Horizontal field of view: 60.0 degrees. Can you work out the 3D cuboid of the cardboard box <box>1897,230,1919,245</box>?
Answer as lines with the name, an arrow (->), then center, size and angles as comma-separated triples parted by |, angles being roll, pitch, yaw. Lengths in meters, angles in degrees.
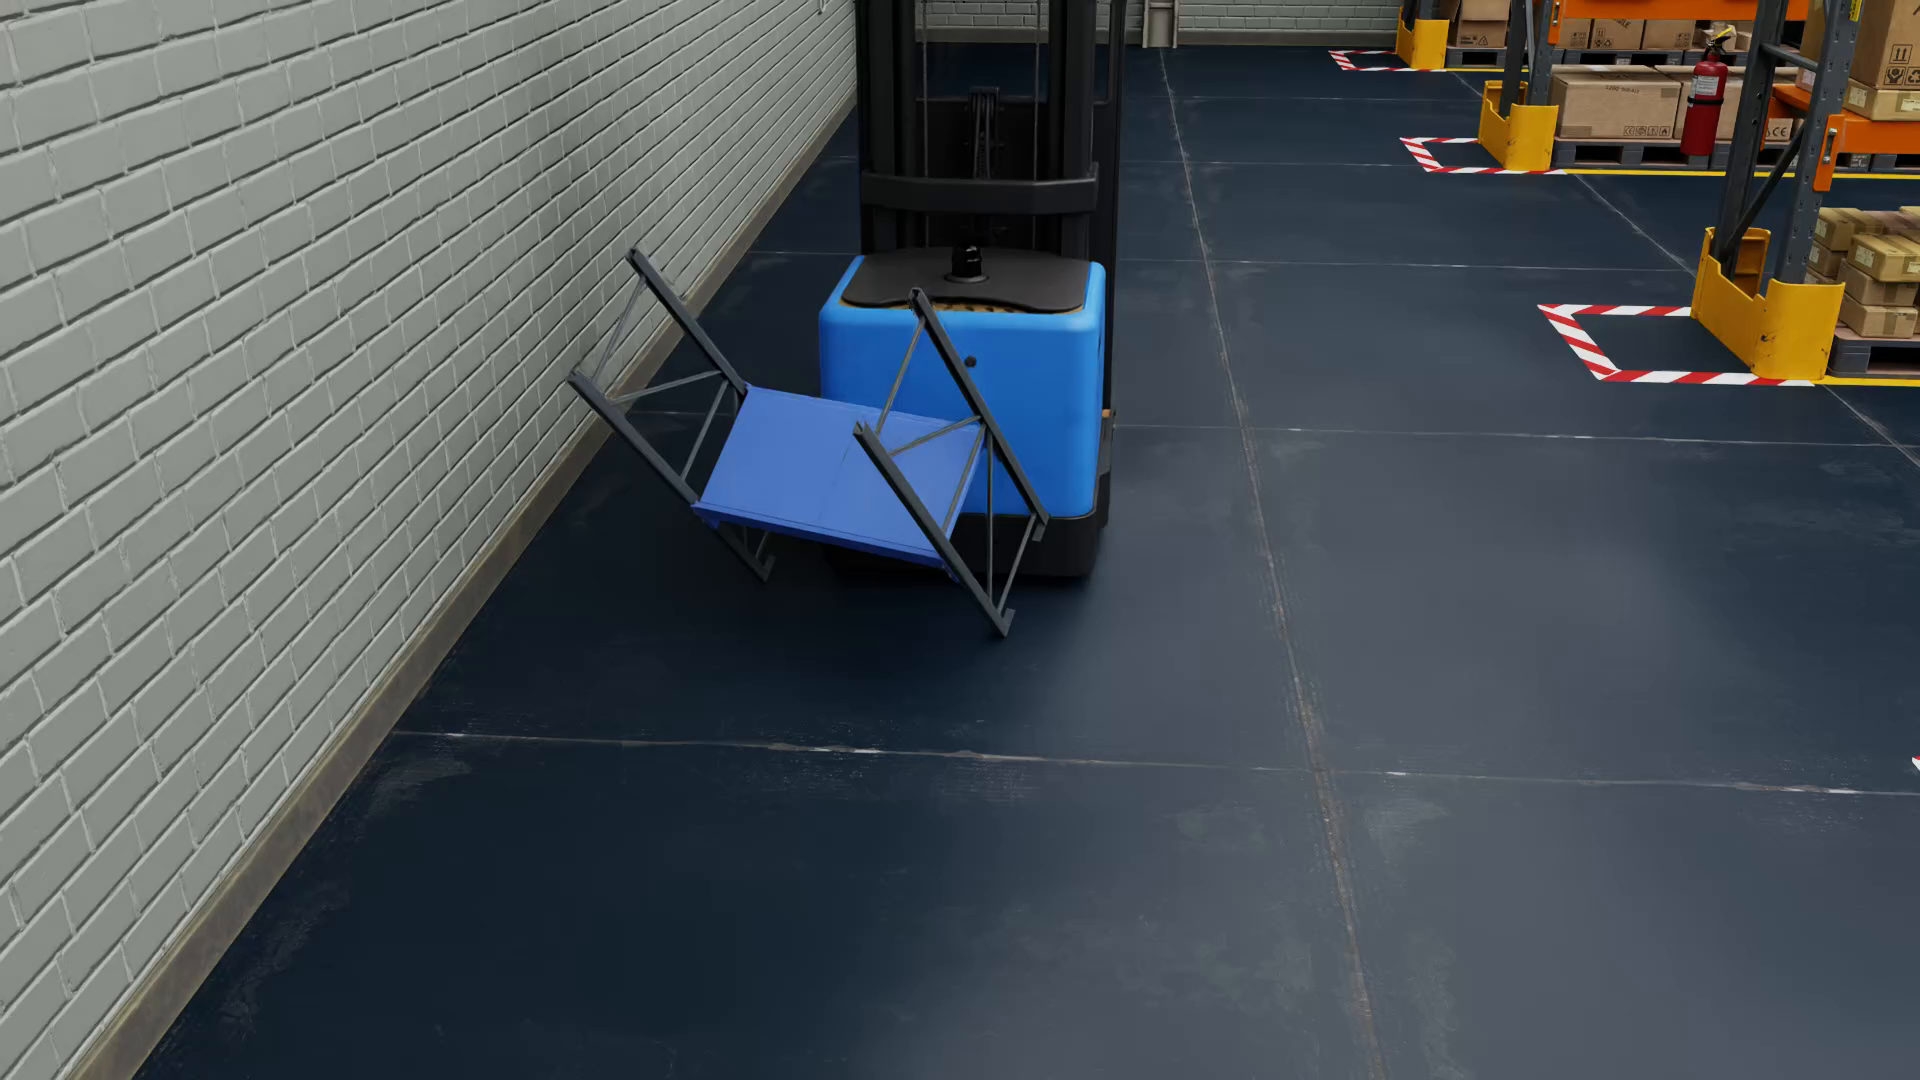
cardboard box -> 5.028, -1.479, 8.572 | 0.250, 0.149, 0.380 | 2, 25, 5

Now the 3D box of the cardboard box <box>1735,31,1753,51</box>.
cardboard box -> 8.313, -5.228, 17.432 | 0.250, 0.149, 0.380 | 1, 25, 2

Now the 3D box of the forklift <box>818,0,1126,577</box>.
forklift -> 0.150, -1.776, 7.104 | 1.130, 2.935, 3.031 | 3, 25, 6

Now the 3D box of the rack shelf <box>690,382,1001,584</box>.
rack shelf -> -0.390, -0.212, 5.793 | 1.000, 0.185, 0.538 | 12, 69, 24

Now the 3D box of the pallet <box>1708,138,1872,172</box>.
pallet -> 6.542, -3.197, 13.444 | 1.213, 0.211, 1.003 | 2, 25, 4

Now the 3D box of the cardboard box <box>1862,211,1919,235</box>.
cardboard box -> 5.041, -1.653, 8.950 | 0.250, 0.149, 0.380 | 2, 25, 5

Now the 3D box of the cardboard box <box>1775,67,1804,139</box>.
cardboard box -> 7.004, -3.489, 13.306 | 0.875, 0.438, 0.875 | 1, 25, 2

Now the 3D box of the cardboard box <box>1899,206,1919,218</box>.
cardboard box -> 5.309, -1.697, 9.047 | 0.250, 0.149, 0.380 | 1, 25, 3

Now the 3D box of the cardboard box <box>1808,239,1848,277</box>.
cardboard box -> 4.796, -1.563, 9.111 | 0.250, 0.149, 0.380 | 1, 25, 3

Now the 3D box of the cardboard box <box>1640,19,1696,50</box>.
cardboard box -> 7.389, -5.485, 17.569 | 0.500, 0.500, 0.700 | 1, 25, 2

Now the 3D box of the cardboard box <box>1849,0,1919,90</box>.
cardboard box -> 4.674, -2.481, 8.078 | 0.500, 0.500, 0.500 | 3, 25, 6

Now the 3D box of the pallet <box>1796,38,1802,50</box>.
pallet -> 9.704, -5.160, 17.712 | 1.213, 0.211, 1.003 | 2, 25, 4

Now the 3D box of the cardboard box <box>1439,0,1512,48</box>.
cardboard box -> 5.505, -5.563, 17.735 | 0.637, 0.503, 0.797 | 1, 25, 2

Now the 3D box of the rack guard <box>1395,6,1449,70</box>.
rack guard -> 4.978, -5.427, 17.947 | 0.348, 0.500, 1.175 | 2, 25, 4

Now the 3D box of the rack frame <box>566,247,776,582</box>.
rack frame -> -0.898, -0.385, 5.846 | 0.032, 1.500, 0.500 | 12, 69, 24

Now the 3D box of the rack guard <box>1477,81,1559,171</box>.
rack guard -> 4.502, -3.362, 13.458 | 0.348, 0.500, 1.175 | 2, 25, 4

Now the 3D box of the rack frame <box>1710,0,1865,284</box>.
rack frame -> 4.248, -2.430, 8.443 | 0.127, 3.000, 1.000 | 2, 25, 4

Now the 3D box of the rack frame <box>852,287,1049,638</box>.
rack frame -> 0.012, -0.196, 5.434 | 0.032, 1.500, 0.500 | 12, 69, 24

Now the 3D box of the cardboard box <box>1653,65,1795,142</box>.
cardboard box -> 6.105, -3.518, 13.370 | 0.875, 0.438, 0.875 | 2, 25, 5

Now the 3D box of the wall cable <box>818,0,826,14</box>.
wall cable -> -1.098, -5.143, 13.086 | 0.123, 1.953, 0.585 | 2, 25, 4

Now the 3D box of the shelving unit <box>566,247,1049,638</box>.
shelving unit -> -0.443, -0.290, 5.640 | 1.048, 1.500, 0.538 | 12, 69, 24

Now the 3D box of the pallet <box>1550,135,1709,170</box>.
pallet -> 5.329, -3.237, 13.532 | 1.213, 0.211, 1.003 | 2, 25, 4

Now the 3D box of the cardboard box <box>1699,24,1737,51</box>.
cardboard box -> 7.957, -5.293, 17.433 | 0.258, 0.266, 0.396 | 3, 25, 6

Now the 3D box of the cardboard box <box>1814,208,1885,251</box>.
cardboard box -> 4.795, -1.685, 9.019 | 0.250, 0.149, 0.380 | 2, 25, 5

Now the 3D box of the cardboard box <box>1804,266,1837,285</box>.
cardboard box -> 4.789, -1.396, 9.103 | 0.250, 0.149, 0.380 | 2, 25, 5

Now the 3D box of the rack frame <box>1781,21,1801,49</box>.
rack frame -> 8.891, -6.437, 17.152 | 0.127, 3.000, 1.000 | 2, 25, 4

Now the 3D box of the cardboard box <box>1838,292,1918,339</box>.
cardboard box -> 4.746, -1.176, 8.625 | 0.250, 0.149, 0.380 | 2, 25, 5

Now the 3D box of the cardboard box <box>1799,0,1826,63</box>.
cardboard box -> 4.716, -2.704, 8.562 | 0.500, 0.500, 0.500 | 2, 25, 5

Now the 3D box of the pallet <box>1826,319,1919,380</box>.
pallet -> 5.131, -1.120, 8.932 | 1.213, 0.211, 1.003 | 2, 25, 4

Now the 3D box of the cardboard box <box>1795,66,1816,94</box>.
cardboard box -> 4.595, -2.423, 8.729 | 0.250, 0.149, 0.380 | 2, 25, 4

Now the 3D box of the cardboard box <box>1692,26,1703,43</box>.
cardboard box -> 7.818, -5.467, 17.950 | 0.250, 0.149, 0.380 | 2, 25, 3

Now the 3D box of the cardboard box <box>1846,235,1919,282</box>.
cardboard box -> 4.744, -1.438, 8.482 | 0.250, 0.149, 0.380 | 1, 25, 2

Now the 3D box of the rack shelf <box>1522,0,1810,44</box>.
rack shelf -> 6.520, -4.106, 12.945 | 4.000, 0.370, 1.077 | 2, 25, 4

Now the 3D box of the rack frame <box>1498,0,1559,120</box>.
rack frame -> 4.526, -4.496, 12.934 | 0.127, 3.000, 1.000 | 2, 25, 4

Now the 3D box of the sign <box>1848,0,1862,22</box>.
sign -> 4.206, -2.597, 7.770 | 0.005, 0.325, 0.100 | 2, 25, 4

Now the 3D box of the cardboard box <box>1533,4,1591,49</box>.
cardboard box -> 6.354, -5.518, 17.641 | 0.500, 0.500, 0.700 | 3, 25, 6

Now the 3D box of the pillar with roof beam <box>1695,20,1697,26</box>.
pillar with roof beam -> 7.936, -7.766, 12.863 | 0.400, 9.000, 9.100 | 2, 25, 4

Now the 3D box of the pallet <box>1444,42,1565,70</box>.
pallet -> 5.773, -5.271, 17.953 | 1.213, 0.211, 1.003 | 2, 25, 4

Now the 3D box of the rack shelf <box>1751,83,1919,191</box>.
rack shelf -> 6.242, -2.039, 8.454 | 4.000, 0.370, 1.077 | 2, 25, 4

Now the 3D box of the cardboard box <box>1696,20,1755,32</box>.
cardboard box -> 8.250, -5.526, 17.886 | 0.500, 0.311, 0.500 | 3, 25, 6

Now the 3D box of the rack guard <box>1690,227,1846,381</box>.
rack guard -> 4.324, -1.292, 8.960 | 0.348, 0.500, 1.175 | 2, 25, 4

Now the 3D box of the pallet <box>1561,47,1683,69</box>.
pallet -> 6.986, -5.231, 17.866 | 1.213, 0.211, 1.003 | 2, 25, 4

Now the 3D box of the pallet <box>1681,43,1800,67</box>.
pallet -> 8.206, -5.193, 17.783 | 1.213, 0.211, 1.003 | 2, 25, 4

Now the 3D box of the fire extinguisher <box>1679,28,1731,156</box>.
fire extinguisher -> 4.032, -2.426, 8.973 | 0.183, 0.674, 0.296 | 2, 25, 4

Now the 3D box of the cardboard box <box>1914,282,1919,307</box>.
cardboard box -> 5.019, -1.305, 8.550 | 0.250, 0.149, 0.380 | 2, 25, 4

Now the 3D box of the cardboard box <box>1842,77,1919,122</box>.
cardboard box -> 4.546, -2.169, 8.176 | 0.250, 0.149, 0.380 | 2, 25, 4

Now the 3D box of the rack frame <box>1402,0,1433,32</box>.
rack frame -> 4.902, -6.565, 17.430 | 0.127, 3.000, 1.000 | 2, 25, 4

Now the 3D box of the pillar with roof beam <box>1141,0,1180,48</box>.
pillar with roof beam -> 1.953, -7.958, 13.280 | 0.400, 9.000, 9.100 | 2, 25, 4

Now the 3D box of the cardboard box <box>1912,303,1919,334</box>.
cardboard box -> 5.013, -1.201, 8.681 | 0.250, 0.149, 0.380 | 2, 25, 4

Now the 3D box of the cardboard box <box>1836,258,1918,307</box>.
cardboard box -> 4.751, -1.337, 8.620 | 0.250, 0.149, 0.380 | 3, 25, 6

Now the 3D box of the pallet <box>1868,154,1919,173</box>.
pallet -> 7.762, -3.159, 13.362 | 1.213, 0.211, 1.003 | 2, 25, 4

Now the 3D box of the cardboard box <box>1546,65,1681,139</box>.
cardboard box -> 5.192, -3.544, 13.426 | 0.875, 0.438, 0.875 | 1, 25, 2

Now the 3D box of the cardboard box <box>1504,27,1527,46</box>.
cardboard box -> 5.926, -5.372, 17.745 | 0.250, 0.149, 0.380 | 1, 25, 2

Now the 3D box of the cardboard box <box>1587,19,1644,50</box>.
cardboard box -> 6.874, -5.459, 17.514 | 0.500, 0.500, 0.500 | 2, 25, 5

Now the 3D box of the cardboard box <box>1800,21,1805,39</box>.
cardboard box -> 9.403, -5.600, 17.820 | 0.500, 0.500, 0.500 | 2, 25, 4
